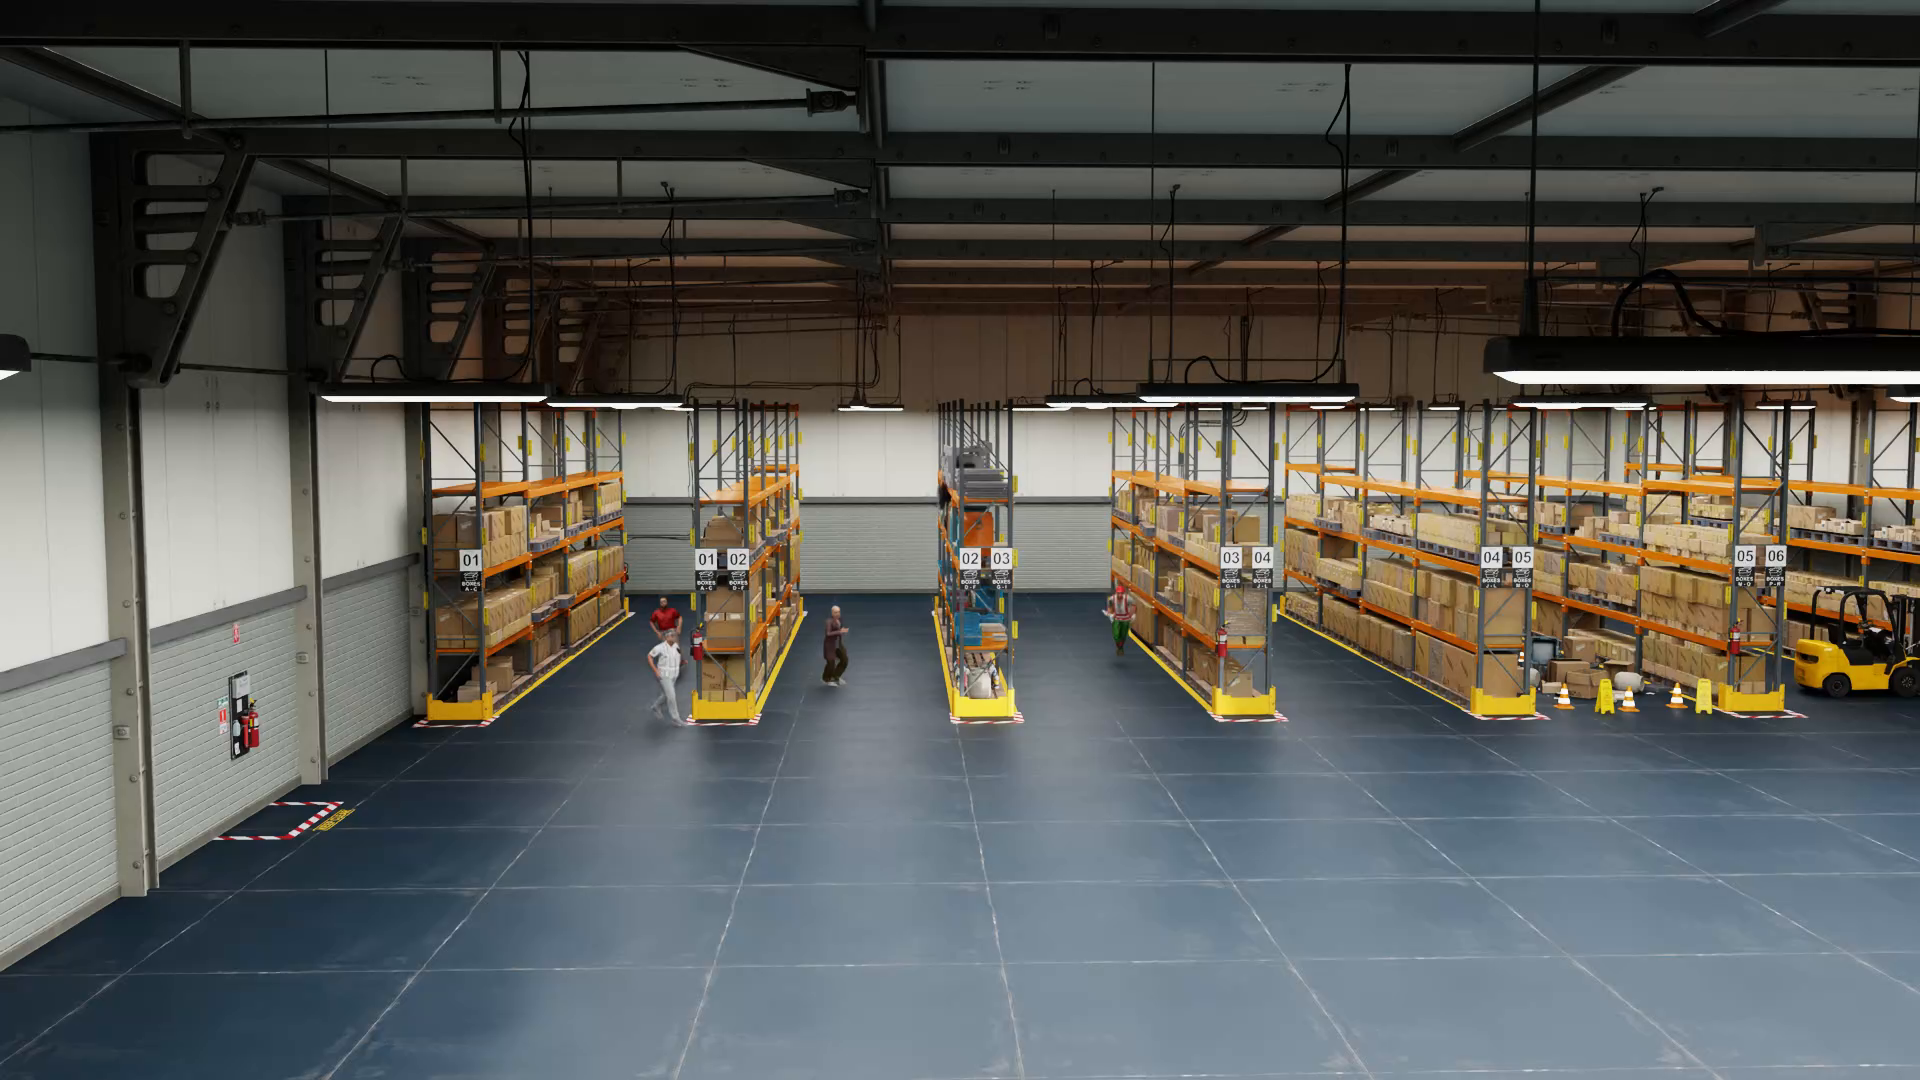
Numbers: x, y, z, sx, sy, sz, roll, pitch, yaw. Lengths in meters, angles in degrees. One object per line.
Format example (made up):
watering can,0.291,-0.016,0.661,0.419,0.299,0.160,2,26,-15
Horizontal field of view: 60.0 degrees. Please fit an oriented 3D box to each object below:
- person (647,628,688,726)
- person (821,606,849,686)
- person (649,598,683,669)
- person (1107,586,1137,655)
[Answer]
person,-5.395,2.502,30.620,0.974,1.765,0.680,3,5,32
person,-2.651,2.236,34.722,0.940,1.743,0.652,4,6,43
person,-6.500,2.098,36.762,0.713,1.674,0.575,-1,4,-8
person,3.640,1.803,37.368,0.676,1.608,0.858,1,4,8
